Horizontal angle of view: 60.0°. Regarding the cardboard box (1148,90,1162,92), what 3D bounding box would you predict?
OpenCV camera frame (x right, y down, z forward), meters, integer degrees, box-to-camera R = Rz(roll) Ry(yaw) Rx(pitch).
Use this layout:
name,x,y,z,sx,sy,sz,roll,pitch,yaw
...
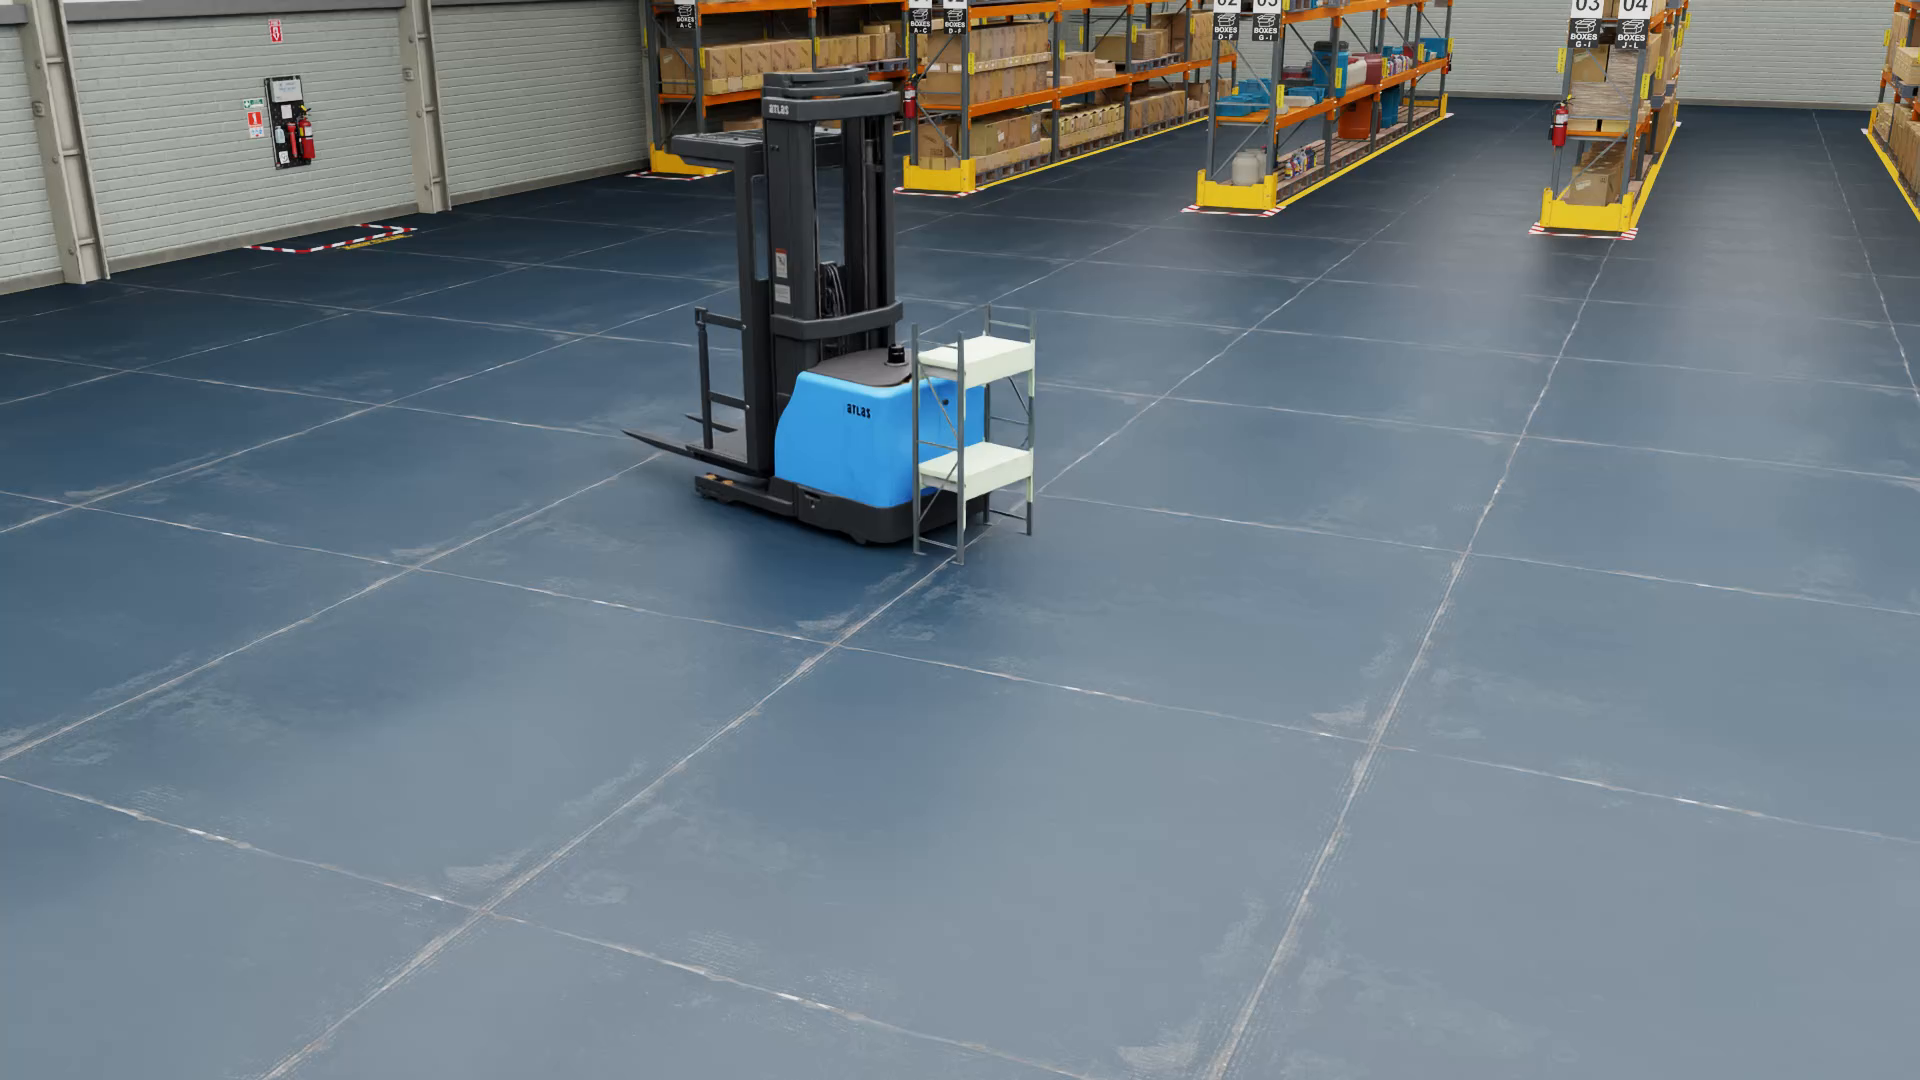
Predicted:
name,x,y,z,sx,sy,sz,roll,pitch,yaw
cardboard box,4.165,-9.709,36.866,0.500,0.500,0.500,8,21,20

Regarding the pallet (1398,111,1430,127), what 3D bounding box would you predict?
name,x,y,z,sx,sy,sz,roll,pitch,yaw
pallet,9.867,-9.403,37.095,1.003,0.211,1.213,9,21,23

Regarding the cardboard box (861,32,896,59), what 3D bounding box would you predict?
name,x,y,z,sx,sy,sz,roll,pitch,yaw
cardboard box,-1.757,-10.359,34.814,0.700,0.500,0.500,6,20,16

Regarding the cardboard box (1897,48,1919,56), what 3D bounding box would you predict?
name,x,y,z,sx,sy,sz,roll,pitch,yaw
cardboard box,17.416,-8.938,30.485,0.380,0.149,0.250,9,22,24

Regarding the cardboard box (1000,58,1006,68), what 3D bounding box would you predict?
name,x,y,z,sx,sy,sz,roll,pitch,yaw
cardboard box,0.554,-7.962,27.764,0.380,0.149,0.250,8,21,22

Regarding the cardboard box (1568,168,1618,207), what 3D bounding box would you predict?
name,x,y,z,sx,sy,sz,roll,pitch,yaw
cardboard box,8.979,-4.974,23.581,0.500,0.500,0.500,13,23,33

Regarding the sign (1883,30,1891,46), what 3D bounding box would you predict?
name,x,y,z,sx,sy,sz,roll,pitch,yaw
sign,19.248,-10.427,34.519,0.100,0.325,0.005,9,21,23

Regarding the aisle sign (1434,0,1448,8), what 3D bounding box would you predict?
name,x,y,z,sx,sy,sz,roll,pitch,yaw
aisle sign,11.038,-12.542,37.880,0.394,0.787,0.004,9,21,23

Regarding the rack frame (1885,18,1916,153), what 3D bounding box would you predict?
name,x,y,z,sx,sy,sz,roll,pitch,yaw
rack frame,18.105,-8.722,31.016,1.000,3.000,0.127,9,21,23

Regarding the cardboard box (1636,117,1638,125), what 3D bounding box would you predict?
name,x,y,z,sx,sy,sz,roll,pitch,yaw
cardboard box,9.470,-6.004,23.749,0.380,0.149,0.250,9,21,23

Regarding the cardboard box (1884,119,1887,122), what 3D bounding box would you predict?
name,x,y,z,sx,sy,sz,roll,pitch,yaw
cardboard box,18.885,-8.494,33.559,0.380,0.149,0.250,7,21,20

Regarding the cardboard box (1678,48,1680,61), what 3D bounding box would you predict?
name,x,y,z,sx,sy,sz,roll,pitch,yaw
cardboard box,14.887,-10.230,35.038,0.500,0.250,0.500,8,21,21

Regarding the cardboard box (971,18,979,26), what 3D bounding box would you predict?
name,x,y,z,sx,sy,sz,roll,pitch,yaw
cardboard box,0.107,-11.844,38.055,0.500,0.250,0.500,9,22,24

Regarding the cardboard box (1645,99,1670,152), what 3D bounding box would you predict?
name,x,y,z,sx,sy,sz,roll,pitch,yaw
cardboard box,12.285,-7.615,30.450,1.225,0.875,0.875,8,21,20

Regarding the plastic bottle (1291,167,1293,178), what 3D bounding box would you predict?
name,x,y,z,sx,sy,sz,roll,pitch,yaw
plastic bottle,5.258,-5.876,26.536,0.097,0.201,0.097,0,20,0

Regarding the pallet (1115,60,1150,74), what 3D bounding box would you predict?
name,x,y,z,sx,sy,sz,roll,pitch,yaw
pallet,3.161,-9.697,34.046,1.213,0.211,1.003,9,21,23

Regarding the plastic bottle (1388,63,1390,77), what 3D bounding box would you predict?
name,x,y,z,sx,sy,sz,roll,pitch,yaw
plastic bottle,8.388,-9.231,32.642,0.097,0.271,0.097,0,20,0

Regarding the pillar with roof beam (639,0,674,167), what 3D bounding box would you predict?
name,x,y,z,sx,sy,sz,roll,pitch,yaw
pillar with roof beam,-1.424,-10.372,26.705,9.100,9.000,0.400,9,21,23

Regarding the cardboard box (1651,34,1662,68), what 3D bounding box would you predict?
name,x,y,z,sx,sy,sz,roll,pitch,yaw
cardboard box,10.412,-7.471,25.413,0.500,0.500,0.500,9,21,23

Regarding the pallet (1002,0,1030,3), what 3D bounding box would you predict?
name,x,y,z,sx,sy,sz,roll,pitch,yaw
pallet,0.483,-9.084,27.690,1.003,0.211,1.213,9,21,23

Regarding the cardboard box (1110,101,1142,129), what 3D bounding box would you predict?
name,x,y,z,sx,sy,sz,roll,pitch,yaw
cardboard box,3.395,-8.700,34.030,0.500,0.500,0.500,10,22,25

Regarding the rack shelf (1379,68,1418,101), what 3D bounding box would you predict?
name,x,y,z,sx,sy,sz,roll,pitch,yaw
rack shelf,8.284,-9.162,33.329,1.077,0.370,4.000,9,21,23

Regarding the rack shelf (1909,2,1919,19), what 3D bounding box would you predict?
name,x,y,z,sx,sy,sz,roll,pitch,yaw
rack shelf,17.286,-9.185,28.915,1.077,0.370,4.000,9,21,23

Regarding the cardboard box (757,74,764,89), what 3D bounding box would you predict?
name,x,y,z,sx,sy,sz,roll,pitch,yaw
cardboard box,-3.737,-8.318,30.075,0.500,0.250,0.500,9,21,23

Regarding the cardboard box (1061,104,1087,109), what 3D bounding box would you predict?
name,x,y,z,sx,sy,sz,roll,pitch,yaw
cardboard box,2.258,-8.456,32.909,0.500,0.311,0.500,8,21,21

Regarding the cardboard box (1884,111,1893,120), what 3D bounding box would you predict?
name,x,y,z,sx,sy,sz,roll,pitch,yaw
cardboard box,18.381,-8.326,32.643,0.380,0.149,0.250,7,21,20

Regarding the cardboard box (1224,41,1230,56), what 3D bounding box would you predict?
name,x,y,z,sx,sy,sz,roll,pitch,yaw
cardboard box,6.079,-11.730,39.327,0.500,0.500,0.500,9,21,23

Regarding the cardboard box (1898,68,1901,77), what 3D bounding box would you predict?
name,x,y,z,sx,sy,sz,roll,pitch,yaw
cardboard box,16.995,-8.344,29.703,0.380,0.149,0.250,8,21,22

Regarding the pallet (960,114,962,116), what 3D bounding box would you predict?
name,x,y,z,sx,sy,sz,roll,pitch,yaw
pallet,-0.183,-9.912,38.525,1.003,0.211,1.213,9,21,23

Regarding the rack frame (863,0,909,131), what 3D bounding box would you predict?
name,x,y,z,sx,sy,sz,roll,pitch,yaw
rack frame,-1.573,-10.249,35.312,1.000,3.000,0.127,9,21,23

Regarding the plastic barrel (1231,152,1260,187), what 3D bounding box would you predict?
name,x,y,z,sx,sy,sz,roll,pitch,yaw
plastic barrel,4.389,-5.682,25.555,0.421,0.512,0.421,0,20,0

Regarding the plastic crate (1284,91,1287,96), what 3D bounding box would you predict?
name,x,y,z,sx,sy,sz,roll,pitch,yaw
plastic crate,5.014,-7.191,27.029,0.450,0.188,0.662,9,21,23

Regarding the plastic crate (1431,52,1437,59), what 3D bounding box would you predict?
name,x,y,z,sx,sy,sz,roll,pitch,yaw
plastic crate,10.572,-10.965,37.630,0.396,0.136,0.243,9,21,23

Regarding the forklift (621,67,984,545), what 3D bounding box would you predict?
name,x,y,z,sx,sy,sz,roll,pitch,yaw
forklift,-1.240,-1.748,11.511,3.031,2.935,1.130,17,26,40

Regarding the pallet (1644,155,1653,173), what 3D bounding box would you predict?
name,x,y,z,sx,sy,sz,roll,pitch,yaw
pallet,11.662,-6.658,29.375,1.003,0.211,1.213,9,21,23

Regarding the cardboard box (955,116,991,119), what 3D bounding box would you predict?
name,x,y,z,sx,sy,sz,roll,pitch,yaw
cardboard box,0.222,-7.046,28.662,0.500,0.500,0.500,9,21,23

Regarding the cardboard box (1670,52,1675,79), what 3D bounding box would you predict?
name,x,y,z,sx,sy,sz,roll,pitch,yaw
cardboard box,13.470,-9.150,32.070,0.500,0.500,0.500,9,22,24

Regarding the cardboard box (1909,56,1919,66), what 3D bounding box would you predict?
name,x,y,z,sx,sy,sz,roll,pitch,yaw
cardboard box,16.250,-8.071,28.048,0.380,0.149,0.250,8,21,21

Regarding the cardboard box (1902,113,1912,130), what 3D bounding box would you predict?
name,x,y,z,sx,sy,sz,roll,pitch,yaw
cardboard box,16.705,-7.273,28.928,0.500,0.250,0.500,9,21,23

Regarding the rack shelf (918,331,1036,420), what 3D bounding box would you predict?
name,x,y,z,sx,sy,sz,roll,pitch,yaw
rack shelf,0.092,-1.049,10.515,0.431,0.370,0.720,15,25,36

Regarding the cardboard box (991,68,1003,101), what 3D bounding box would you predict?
name,x,y,z,sx,sy,sz,roll,pitch,yaw
cardboard box,0.294,-7.625,27.785,0.700,0.500,0.500,9,21,23

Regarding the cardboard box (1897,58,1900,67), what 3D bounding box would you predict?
name,x,y,z,sx,sy,sz,roll,pitch,yaw
cardboard box,17.209,-8.646,30.108,0.380,0.149,0.250,8,21,20

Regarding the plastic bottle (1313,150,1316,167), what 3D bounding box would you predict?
name,x,y,z,sx,sy,sz,roll,pitch,yaw
plastic bottle,5.931,-6.402,27.892,0.061,0.283,0.133,10,22,25

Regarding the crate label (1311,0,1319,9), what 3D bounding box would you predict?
name,x,y,z,sx,sy,sz,roll,pitch,yaw
crate label,5.257,-8.315,25.617,0.502,0.251,0.408,9,21,23

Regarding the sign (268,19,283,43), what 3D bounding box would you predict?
name,x,y,z,sx,sy,sz,roll,pitch,yaw
sign,-8.950,-6.656,21.747,0.001,0.298,0.199,9,21,23

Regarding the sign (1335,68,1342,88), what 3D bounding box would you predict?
name,x,y,z,sx,sy,sz,roll,pitch,yaw
sign,6.324,-7.719,27.783,0.100,0.325,0.005,9,21,23

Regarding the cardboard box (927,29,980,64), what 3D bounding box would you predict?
name,x,y,z,sx,sy,sz,roll,pitch,yaw
cardboard box,-0.104,-7.941,26.735,0.700,0.500,0.500,9,21,23

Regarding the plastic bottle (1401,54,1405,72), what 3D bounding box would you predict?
name,x,y,z,sx,sy,sz,roll,pitch,yaw
plastic bottle,9.025,-9.764,34.020,0.144,0.351,0.185,9,21,23

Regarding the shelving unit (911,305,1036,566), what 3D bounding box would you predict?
name,x,y,z,sx,sy,sz,roll,pitch,yaw
shelving unit,0.092,-0.681,10.646,0.431,1.500,0.755,15,25,36

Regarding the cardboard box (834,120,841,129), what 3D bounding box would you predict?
name,x,y,z,sx,sy,sz,roll,pitch,yaw
cardboard box,-2.759,-8.448,33.322,0.700,0.500,0.500,8,21,22

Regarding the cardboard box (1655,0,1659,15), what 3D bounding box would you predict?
name,x,y,z,sx,sy,sz,roll,pitch,yaw
cardboard box,9.553,-7.529,23.409,0.500,0.250,0.500,8,21,22

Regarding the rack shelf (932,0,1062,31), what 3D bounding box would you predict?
name,x,y,z,sx,sy,sz,roll,pitch,yaw
rack shelf,0.491,-8.811,27.864,1.077,0.370,4.000,9,21,23

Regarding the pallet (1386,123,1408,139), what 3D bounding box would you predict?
name,x,y,z,sx,sy,sz,roll,pitch,yaw
pallet,8.749,-8.569,34.748,1.003,0.211,1.213,9,21,23

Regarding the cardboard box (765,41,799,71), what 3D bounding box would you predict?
name,x,y,z,sx,sy,sz,roll,pitch,yaw
cardboard box,-3.322,-8.978,30.813,0.500,0.500,0.500,8,21,22
